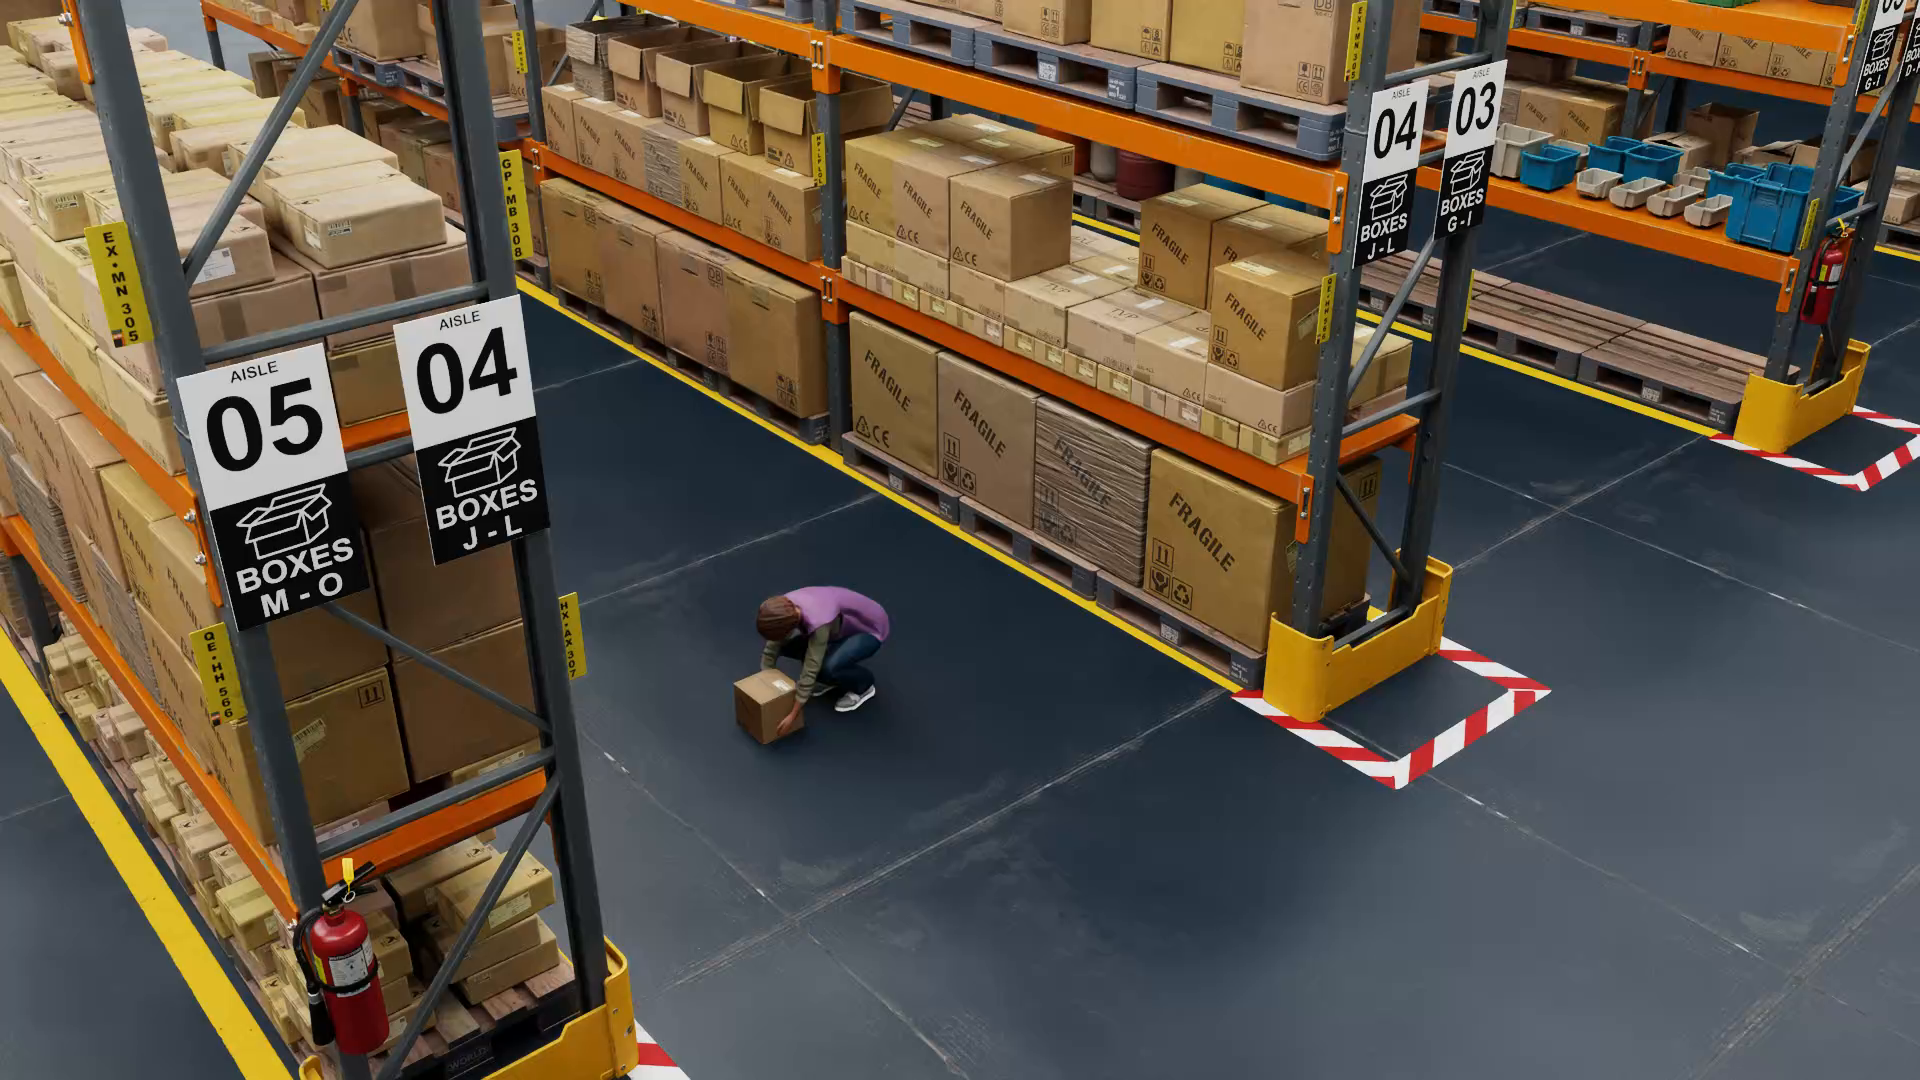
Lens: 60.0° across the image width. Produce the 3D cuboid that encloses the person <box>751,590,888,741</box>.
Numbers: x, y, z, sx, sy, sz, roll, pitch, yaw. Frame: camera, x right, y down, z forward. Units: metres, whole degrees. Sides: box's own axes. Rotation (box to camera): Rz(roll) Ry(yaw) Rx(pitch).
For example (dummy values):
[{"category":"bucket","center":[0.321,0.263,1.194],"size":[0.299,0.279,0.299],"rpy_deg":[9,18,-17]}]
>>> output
[{"category":"person","center":[-0.727,0.584,8.567],"size":[0.829,0.759,0.431],"rpy_deg":[-22,36,-35]}]
